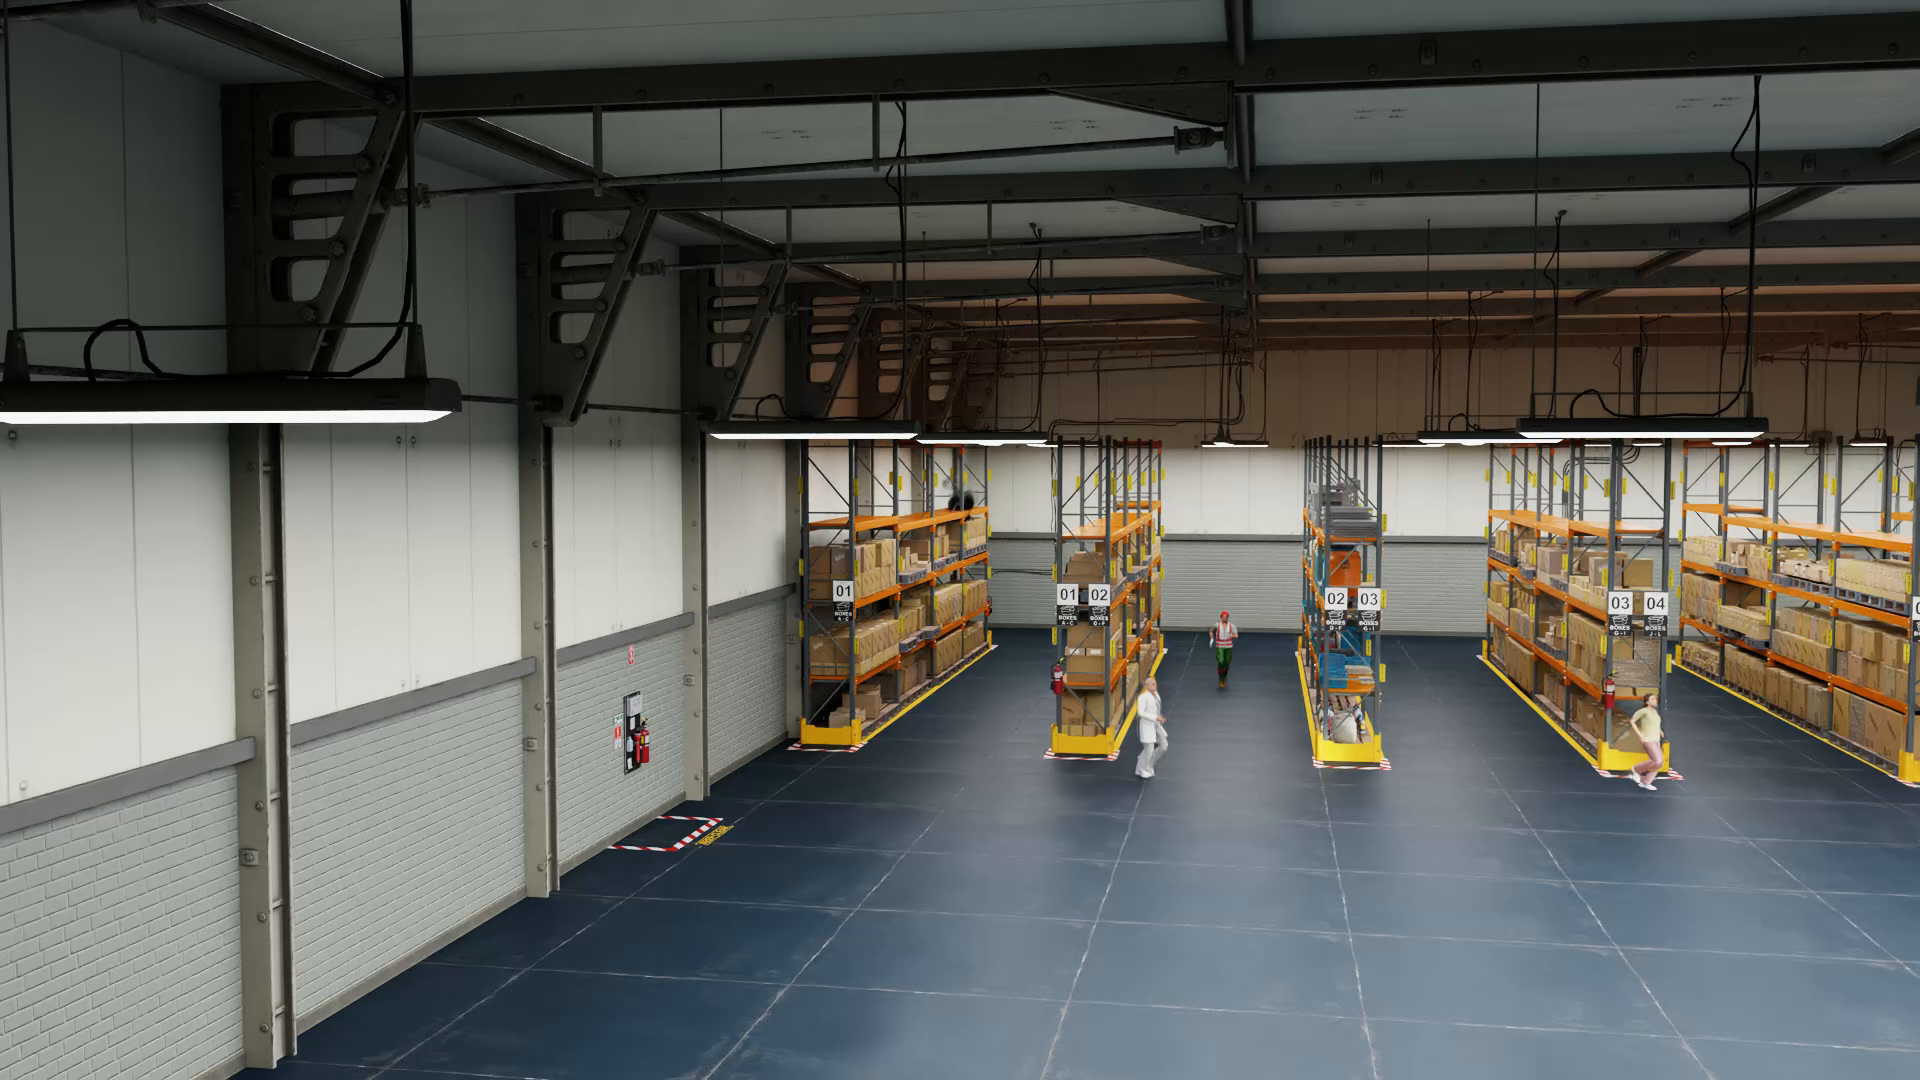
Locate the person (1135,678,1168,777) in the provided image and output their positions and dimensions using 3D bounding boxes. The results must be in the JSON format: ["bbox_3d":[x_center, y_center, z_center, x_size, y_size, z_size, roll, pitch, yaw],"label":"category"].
[{"bbox_3d":[3.363,3.276,28.976,0.689,1.755,0.734,3,4,43],"label":"person"}]

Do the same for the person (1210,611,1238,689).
[{"bbox_3d":[6.394,2.635,40.299,0.647,1.837,0.835,0,3,-1],"label":"person"}]

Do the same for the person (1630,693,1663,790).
[{"bbox_3d":[11.653,3.399,28.074,0.592,1.619,0.533,-2,4,-37],"label":"person"}]
